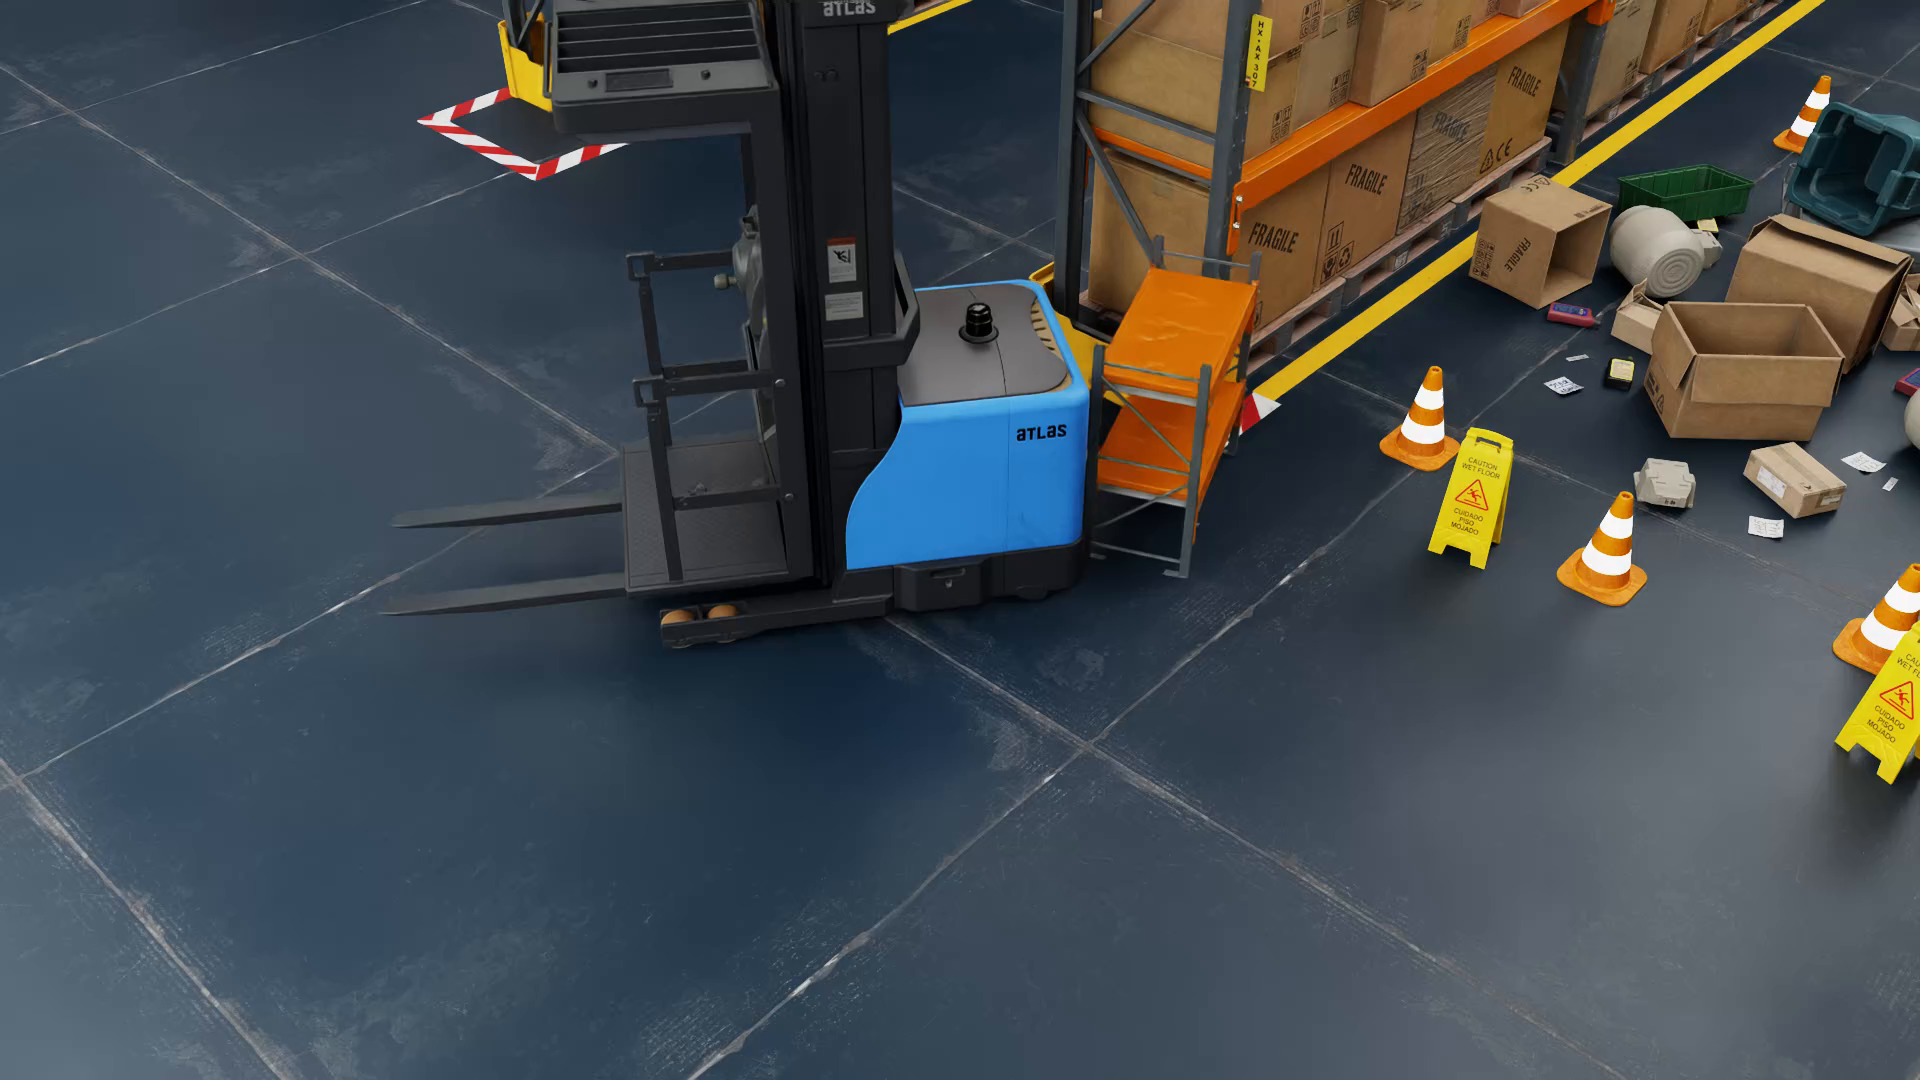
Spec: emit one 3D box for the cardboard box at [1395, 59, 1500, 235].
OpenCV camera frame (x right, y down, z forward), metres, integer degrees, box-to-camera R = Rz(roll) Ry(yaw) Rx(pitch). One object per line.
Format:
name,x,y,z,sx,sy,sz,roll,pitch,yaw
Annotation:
cardboard box,2.513,-2.483,9.832,0.875,0.875,0.875,30,47,32

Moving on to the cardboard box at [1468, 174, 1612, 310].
cardboard box,3.305,-1.704,9.489,0.500,0.500,0.500,-26,45,-29

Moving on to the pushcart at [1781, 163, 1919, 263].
pushcart,5.600,-1.702,9.587,1.648,0.377,0.936,14,41,17

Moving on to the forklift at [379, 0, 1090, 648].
forklift,-1.018,-1.038,6.701,3.031,2.935,1.130,-7,39,-8

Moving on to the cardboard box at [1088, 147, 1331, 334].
cardboard box,1.304,-1.660,8.797,0.875,0.875,0.875,30,47,32

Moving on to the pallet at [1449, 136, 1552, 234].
pallet,3.024,-2.418,10.621,1.003,0.211,1.213,30,47,32

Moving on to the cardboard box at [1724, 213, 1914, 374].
cardboard box,4.559,-1.335,8.915,0.797,0.637,0.503,30,47,32

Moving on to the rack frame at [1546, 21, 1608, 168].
rack frame,3.594,-3.826,10.151,1.000,3.000,0.127,30,47,32

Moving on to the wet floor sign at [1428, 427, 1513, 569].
wet floor sign,2.338,-0.222,7.510,0.267,0.644,0.232,22,43,25

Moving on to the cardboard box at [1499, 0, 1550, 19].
cardboard box,3.000,-3.448,9.555,0.875,0.550,0.550,30,47,32

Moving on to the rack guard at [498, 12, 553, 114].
rack guard,-2.646,-3.173,11.339,1.175,0.500,0.348,30,47,32

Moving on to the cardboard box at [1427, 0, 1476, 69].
cardboard box,2.265,-2.963,8.946,0.875,0.550,0.500,30,47,32

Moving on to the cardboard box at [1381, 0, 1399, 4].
cardboard box,1.956,-3.115,8.269,0.875,0.550,0.550,30,47,32

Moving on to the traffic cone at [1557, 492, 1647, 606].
traffic cone,2.907,-0.012,7.393,0.336,0.463,0.334,30,47,32

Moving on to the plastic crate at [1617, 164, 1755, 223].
plastic crate,4.444,-2.117,10.216,0.662,0.188,0.450,-11,30,-14

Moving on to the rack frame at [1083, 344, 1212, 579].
rack frame,0.799,-0.323,7.253,0.500,1.125,0.032,12,40,15

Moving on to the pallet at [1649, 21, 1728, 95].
pallet,4.882,-3.683,12.213,1.003,0.211,1.213,30,47,32

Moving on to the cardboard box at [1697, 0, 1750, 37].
cardboard box,5.228,-4.302,12.220,1.050,0.750,0.750,30,48,32

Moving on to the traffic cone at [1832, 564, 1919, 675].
traffic cone,3.956,0.298,7.004,0.336,0.463,0.334,30,47,32

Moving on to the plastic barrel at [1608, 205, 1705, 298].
plastic barrel,3.961,-1.652,9.487,0.421,0.421,0.512,-5,39,-6

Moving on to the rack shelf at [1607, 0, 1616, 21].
rack shelf,4.944,-4.463,11.530,1.077,0.370,4.000,30,47,32

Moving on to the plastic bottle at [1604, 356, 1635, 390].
plastic bottle,3.507,-0.899,8.831,0.133,0.061,0.283,14,41,17

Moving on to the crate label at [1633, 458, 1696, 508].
crate label,3.392,-0.272,7.982,0.250,0.136,0.298,8,39,10

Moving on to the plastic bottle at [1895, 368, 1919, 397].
plastic bottle,5.061,-0.838,8.755,0.283,0.061,0.133,-26,45,-29

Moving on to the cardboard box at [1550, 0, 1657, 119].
cardboard box,3.947,-3.432,11.127,1.050,0.750,0.750,29,47,32

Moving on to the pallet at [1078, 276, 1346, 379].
pallet,1.377,-1.297,9.211,1.003,0.211,1.213,30,47,32

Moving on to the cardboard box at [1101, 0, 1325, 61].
cardboard box,1.175,-2.623,7.651,0.875,0.550,0.550,30,47,32

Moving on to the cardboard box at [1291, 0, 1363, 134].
cardboard box,1.468,-2.498,8.361,0.875,0.550,0.550,30,47,32

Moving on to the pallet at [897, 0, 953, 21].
pallet,-0.426,-4.540,13.290,1.003,0.211,1.213,30,47,32

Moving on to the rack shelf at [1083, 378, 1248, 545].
rack shelf,0.969,-0.430,7.780,0.538,0.278,1.000,12,40,15

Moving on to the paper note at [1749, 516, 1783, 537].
paper note,3.786,-0.064,7.806,0.148,0.019,0.142,14,41,17

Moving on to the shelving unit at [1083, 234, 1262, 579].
shelving unit,0.969,-0.621,7.628,0.538,1.125,1.048,12,40,15

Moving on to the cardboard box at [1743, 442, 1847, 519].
cardboard box,4.011,-0.290,7.995,0.250,0.149,0.380,-11,40,-14

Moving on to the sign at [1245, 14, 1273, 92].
sign,1.301,-2.122,7.249,0.100,0.325,0.005,30,47,32

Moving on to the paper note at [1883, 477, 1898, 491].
paper note,4.525,-0.272,8.084,0.032,0.001,0.123,30,47,32
